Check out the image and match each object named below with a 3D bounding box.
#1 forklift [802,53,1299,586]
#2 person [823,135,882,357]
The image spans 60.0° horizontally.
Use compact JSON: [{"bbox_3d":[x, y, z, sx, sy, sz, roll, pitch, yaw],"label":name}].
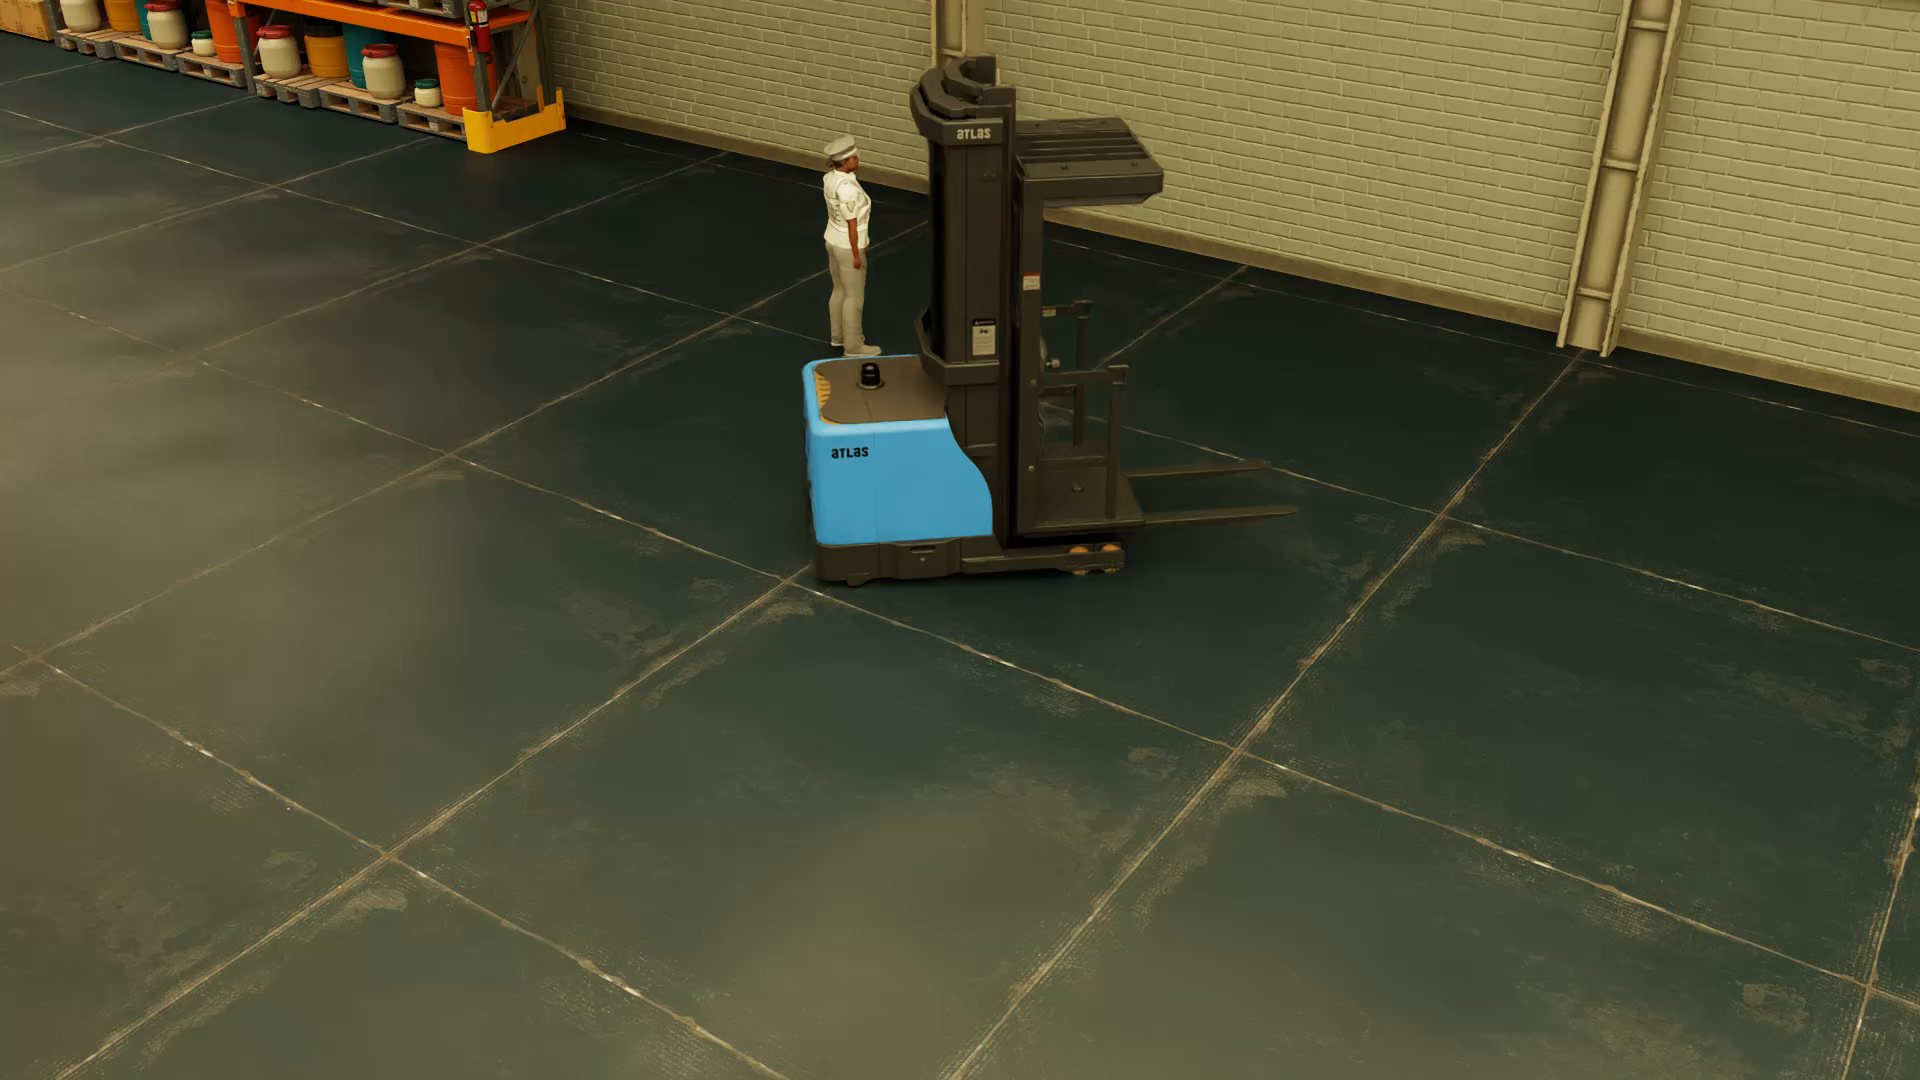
[{"bbox_3d":[0.573,-1.316,9.848,3.031,2.935,1.130,-4,30,-7],"label":"forklift"},{"bbox_3d":[-0.845,-2.235,12.673,0.343,1.689,0.448,-14,33,-22],"label":"person"}]
